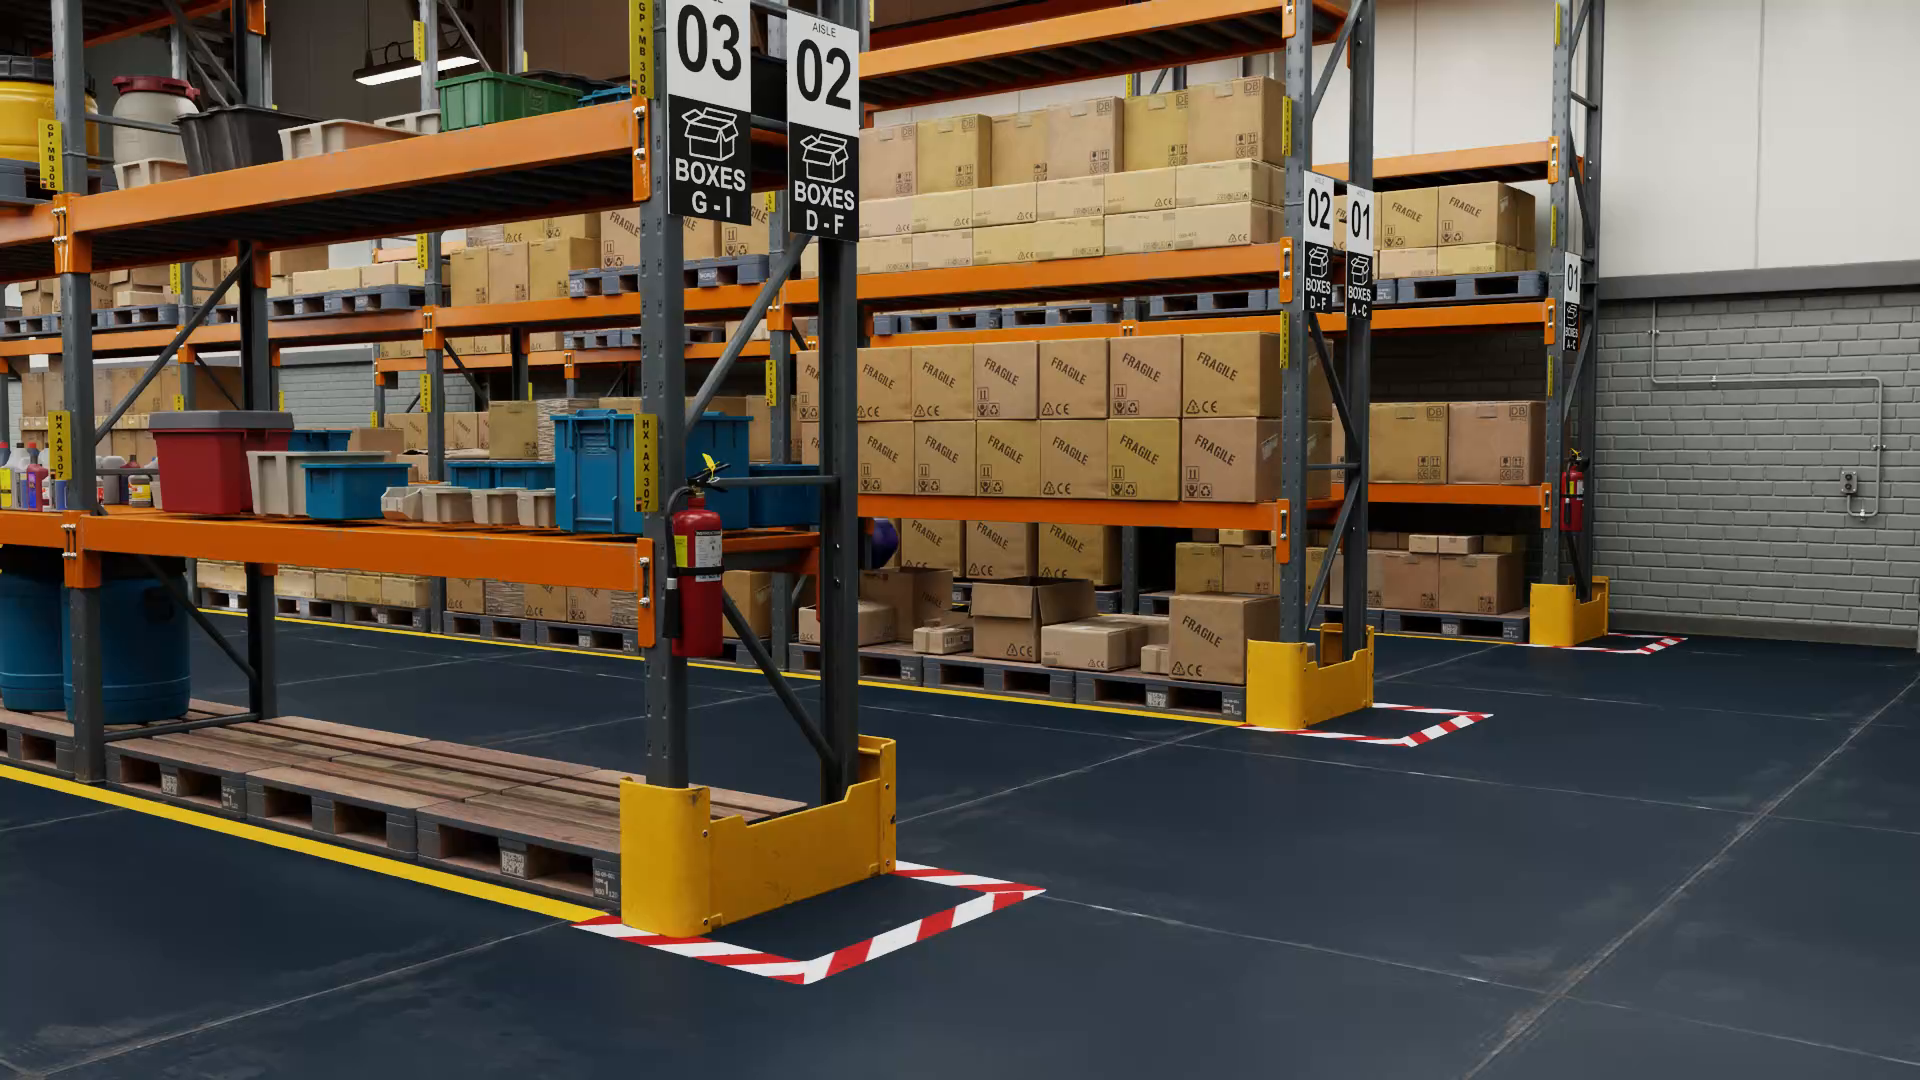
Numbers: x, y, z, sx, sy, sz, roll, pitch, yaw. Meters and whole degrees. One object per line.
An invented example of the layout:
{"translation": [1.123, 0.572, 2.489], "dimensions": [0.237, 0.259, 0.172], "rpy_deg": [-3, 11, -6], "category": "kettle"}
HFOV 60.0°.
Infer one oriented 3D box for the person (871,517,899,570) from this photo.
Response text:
{"translation": [-0.900, 0.021, 15.583], "dimensions": [0.573, 1.469, 0.528], "rpy_deg": [2, 4, 37], "category": "person"}
